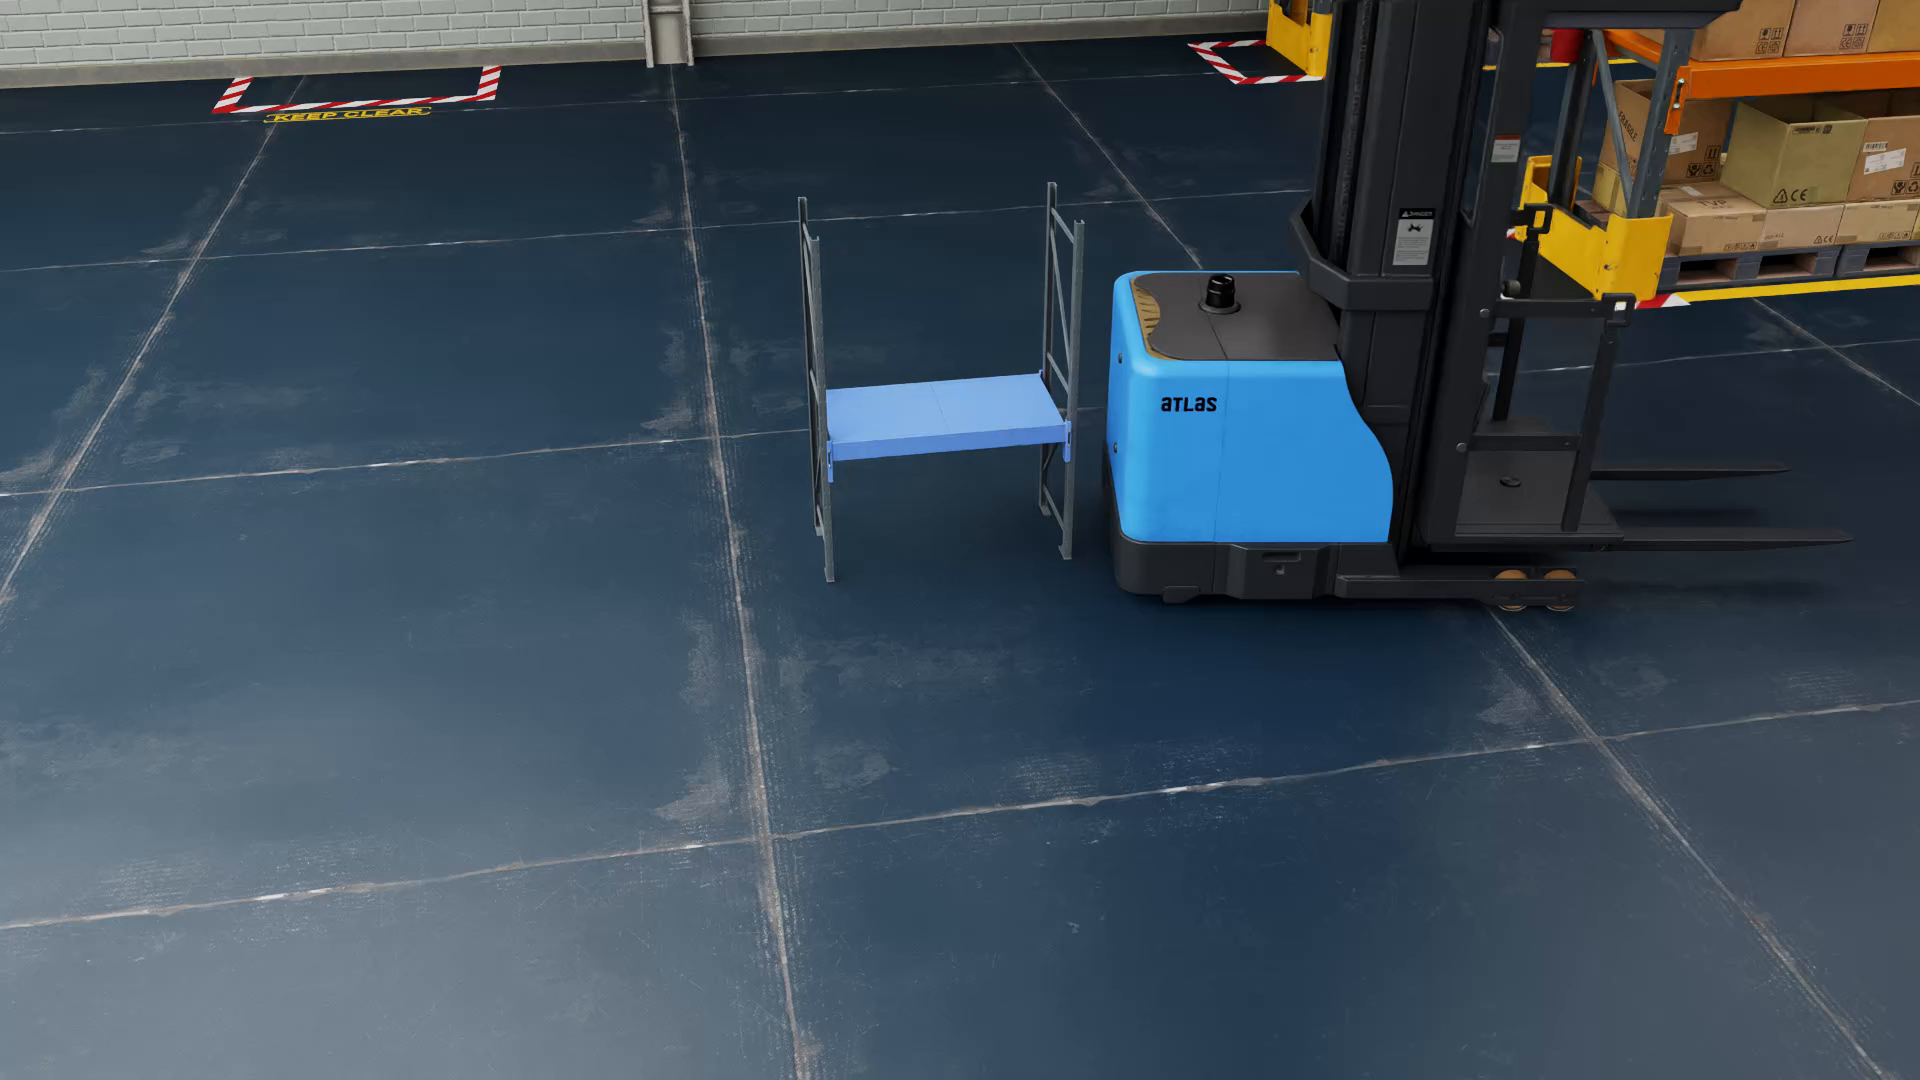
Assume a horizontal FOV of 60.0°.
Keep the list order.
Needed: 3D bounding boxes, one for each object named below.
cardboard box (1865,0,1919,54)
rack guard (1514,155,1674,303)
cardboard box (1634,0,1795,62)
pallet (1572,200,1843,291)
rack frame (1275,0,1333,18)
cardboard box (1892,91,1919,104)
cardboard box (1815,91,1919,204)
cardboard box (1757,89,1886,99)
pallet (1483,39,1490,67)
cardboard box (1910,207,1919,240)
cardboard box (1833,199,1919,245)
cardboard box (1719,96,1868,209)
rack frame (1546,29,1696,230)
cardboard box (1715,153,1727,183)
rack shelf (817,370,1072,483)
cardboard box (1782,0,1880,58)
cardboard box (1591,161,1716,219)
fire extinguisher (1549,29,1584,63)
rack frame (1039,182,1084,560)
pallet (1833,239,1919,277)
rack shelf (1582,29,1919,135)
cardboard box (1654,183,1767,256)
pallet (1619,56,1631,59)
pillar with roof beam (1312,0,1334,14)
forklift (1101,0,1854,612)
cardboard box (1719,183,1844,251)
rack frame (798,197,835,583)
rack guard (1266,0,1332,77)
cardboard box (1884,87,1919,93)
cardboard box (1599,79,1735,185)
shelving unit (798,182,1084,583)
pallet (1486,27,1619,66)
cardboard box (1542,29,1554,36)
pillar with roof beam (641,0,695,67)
[{"bbox_3d":[5.258,-3.132,9.518,0.500,0.500,0.700,-5,31,-9],"label":"cardboard box"},{"bbox_3d":[3.768,-1.880,9.954,0.348,0.500,1.175,-5,31,-9],"label":"rack guard"},{"bbox_3d":[4.253,-3.039,9.361,0.500,0.500,0.700,-5,31,-9],"label":"cardboard box"},{"bbox_3d":[4.536,-1.849,10.185,1.213,0.211,1.003,-5,31,-9],"label":"pallet"},{"bbox_3d":[2.896,-5.429,13.524,0.127,3.000,1.000,-5,31,-9],"label":"rack frame"},{"bbox_3d":[5.835,-2.352,9.850,0.500,0.500,0.500,-5,31,-9],"label":"cardboard box"},{"bbox_3d":[5.340,-2.316,9.787,0.500,0.500,0.500,-5,31,-9],"label":"cardboard box"},{"bbox_3d":[5.246,-2.575,10.228,0.500,0.500,0.500,-5,31,-9],"label":"cardboard box"},{"bbox_3d":[3.776,-4.291,14.339,1.213,0.211,1.003,-5,31,-9],"label":"pallet"},{"bbox_3d":[5.835,-2.030,10.041,0.500,0.250,0.500,-5,31,-9],"label":"cardboard box"},{"bbox_3d":[5.342,-1.987,9.967,0.500,0.250,0.500,-5,31,-9],"label":"cardboard box"},{"bbox_3d":[4.851,-2.263,9.699,0.500,0.500,0.500,-5,31,-9],"label":"cardboard box"},{"bbox_3d":[3.792,-2.960,9.324,0.127,3.000,1.000,-5,31,-9],"label":"rack frame"},{"bbox_3d":[4.756,-2.203,10.336,0.500,0.250,0.500,-5,31,-9],"label":"cardboard box"},{"bbox_3d":[-0.084,-0.484,6.948,1.000,0.185,0.538,-5,31,-9],"label":"rack shelf"},{"bbox_3d":[4.769,-3.089,9.446,0.500,0.500,0.700,-5,31,-8],"label":"cardboard box"},{"bbox_3d":[4.266,-2.152,10.249,0.500,0.250,0.500,-5,31,-9],"label":"cardboard box"},{"bbox_3d":[3.592,-3.147,9.719,0.183,0.674,0.296,-5,31,-9],"label":"fire extinguisher"},{"bbox_3d":[0.416,-0.685,6.936,0.032,1.500,0.500,-5,31,-9],"label":"rack frame"},{"bbox_3d":[5.734,-1.958,10.372,1.213,0.211,1.003,-5,31,-9],"label":"pallet"},{"bbox_3d":[5.759,-2.832,9.817,4.000,0.370,1.077,-5,31,-9],"label":"rack shelf"},{"bbox_3d":[4.359,-1.894,9.809,0.500,0.250,0.500,-5,31,-9],"label":"cardboard box"},{"bbox_3d":[6.176,-4.513,14.718,1.213,0.211,1.003,-5,31,-9],"label":"pallet"},{"bbox_3d":[4.204,-6.364,9.195,0.400,9.000,9.100,-5,31,-9],"label":"pillar with roof beam"},{"bbox_3d":[2.155,-1.244,6.475,3.031,2.935,1.130,0,30,0],"label":"forklift"},{"bbox_3d":[4.850,-1.941,9.890,0.500,0.250,0.500,-5,31,-9],"label":"cardboard box"},{"bbox_3d":[-0.584,-0.592,6.778,0.032,1.500,0.500,-5,31,-9],"label":"rack frame"},{"bbox_3d":[2.970,-4.359,14.169,0.348,0.500,1.175,-5,31,-9],"label":"rack guard"},{"bbox_3d":[5.739,-2.620,10.305,0.500,0.500,0.500,-5,31,-9],"label":"cardboard box"},{"bbox_3d":[4.265,-2.476,10.060,0.500,0.500,0.500,-5,31,-9],"label":"cardboard box"},{"bbox_3d":[-0.084,-0.639,6.857,1.048,1.500,0.538,-5,31,-9],"label":"shelving unit"},{"bbox_3d":[4.973,-4.400,14.525,1.213,0.211,1.003,-5,31,-9],"label":"pallet"},{"bbox_3d":[4.884,-4.654,14.237,0.500,0.500,0.700,-7,31,-12],"label":"cardboard box"},{"bbox_3d":[-1.698,-5.816,8.264,0.400,9.000,9.100,-5,31,-9],"label":"pillar with roof beam"}]
